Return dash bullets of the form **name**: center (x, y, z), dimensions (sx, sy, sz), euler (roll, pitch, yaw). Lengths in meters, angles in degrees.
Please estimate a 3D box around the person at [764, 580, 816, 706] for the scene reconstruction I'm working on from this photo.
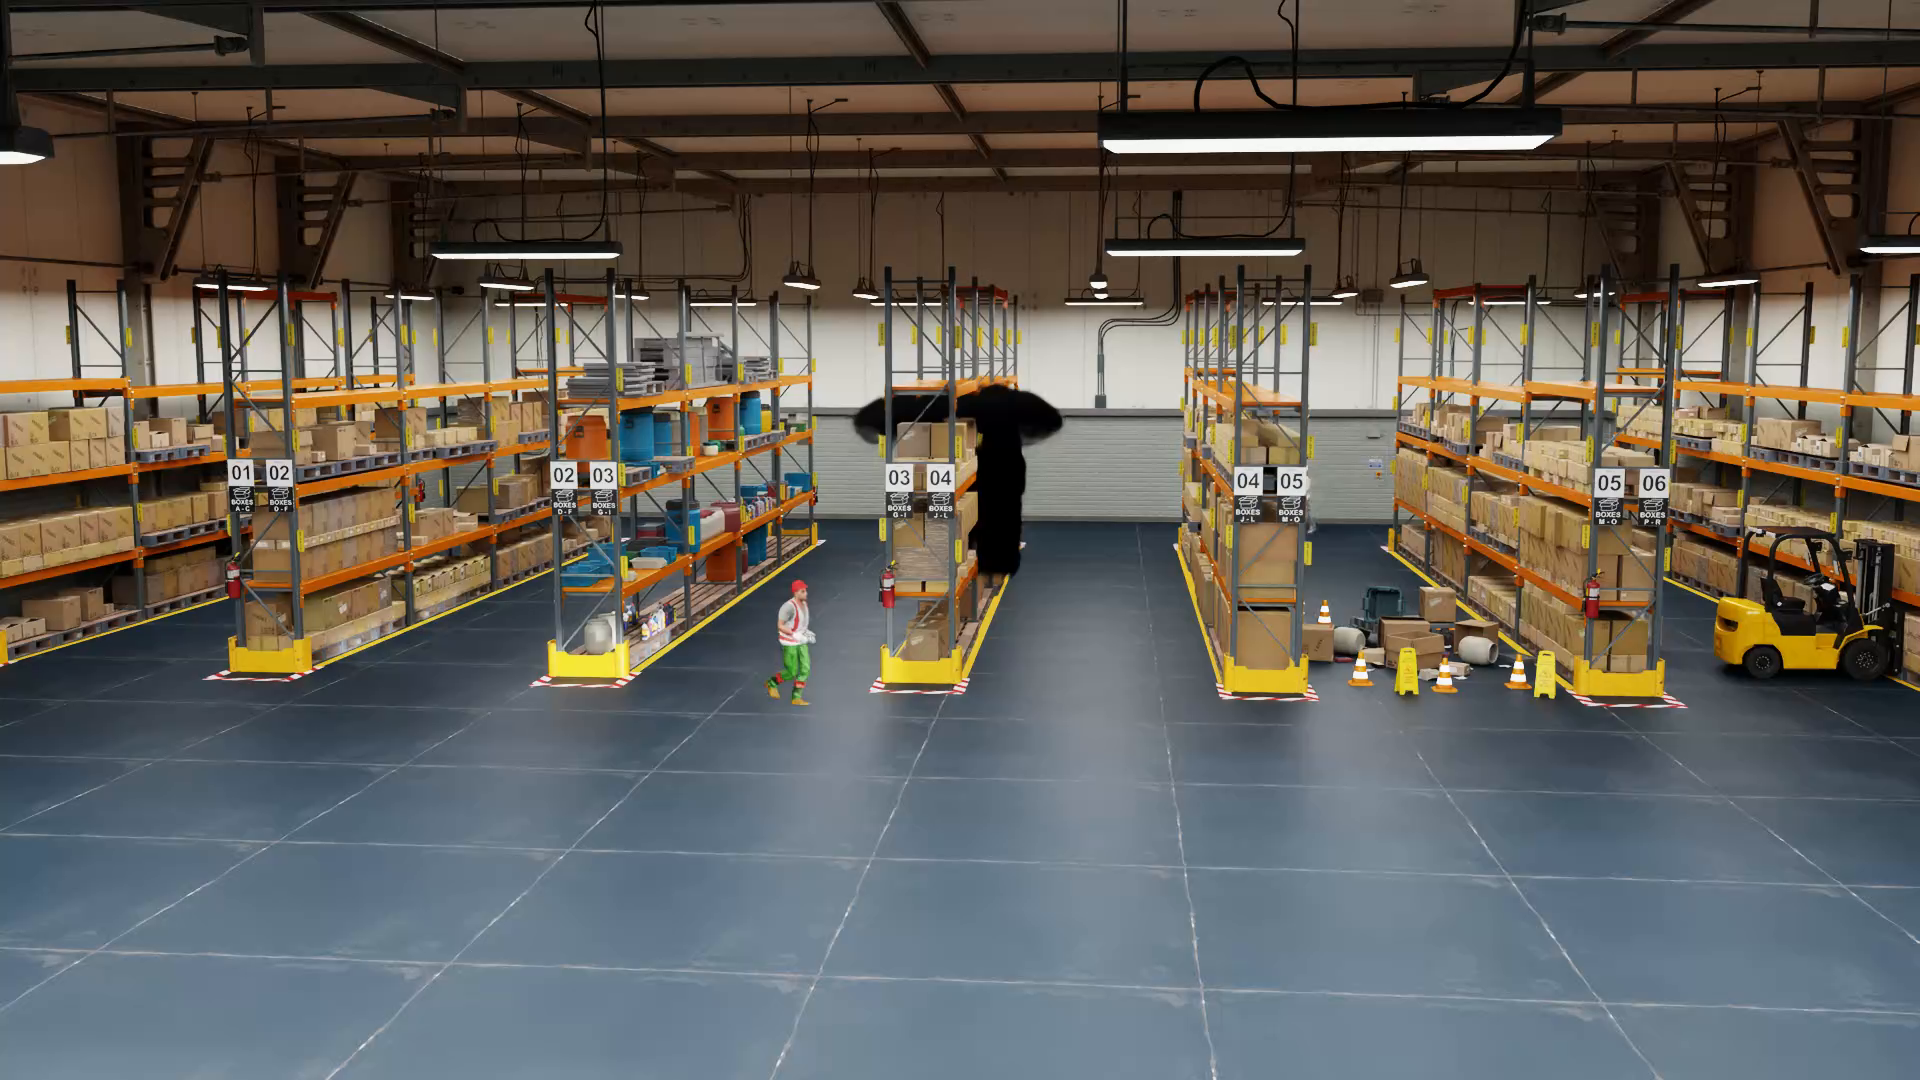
- **person**: center (-2.324, 1.401, 22.722), dimensions (0.790, 1.737, 0.651), euler (5, 8, 33)

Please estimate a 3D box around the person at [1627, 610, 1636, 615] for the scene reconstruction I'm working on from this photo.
- **person**: center (11.376, 0.756, 28.502), dimensions (0.559, 1.617, 0.735), euler (0, 7, 0)

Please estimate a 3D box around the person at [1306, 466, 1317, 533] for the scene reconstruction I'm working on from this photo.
- **person**: center (8.652, -1.003, 42.116), dimensions (0.845, 1.817, 0.643), euler (-4, 8, -27)
